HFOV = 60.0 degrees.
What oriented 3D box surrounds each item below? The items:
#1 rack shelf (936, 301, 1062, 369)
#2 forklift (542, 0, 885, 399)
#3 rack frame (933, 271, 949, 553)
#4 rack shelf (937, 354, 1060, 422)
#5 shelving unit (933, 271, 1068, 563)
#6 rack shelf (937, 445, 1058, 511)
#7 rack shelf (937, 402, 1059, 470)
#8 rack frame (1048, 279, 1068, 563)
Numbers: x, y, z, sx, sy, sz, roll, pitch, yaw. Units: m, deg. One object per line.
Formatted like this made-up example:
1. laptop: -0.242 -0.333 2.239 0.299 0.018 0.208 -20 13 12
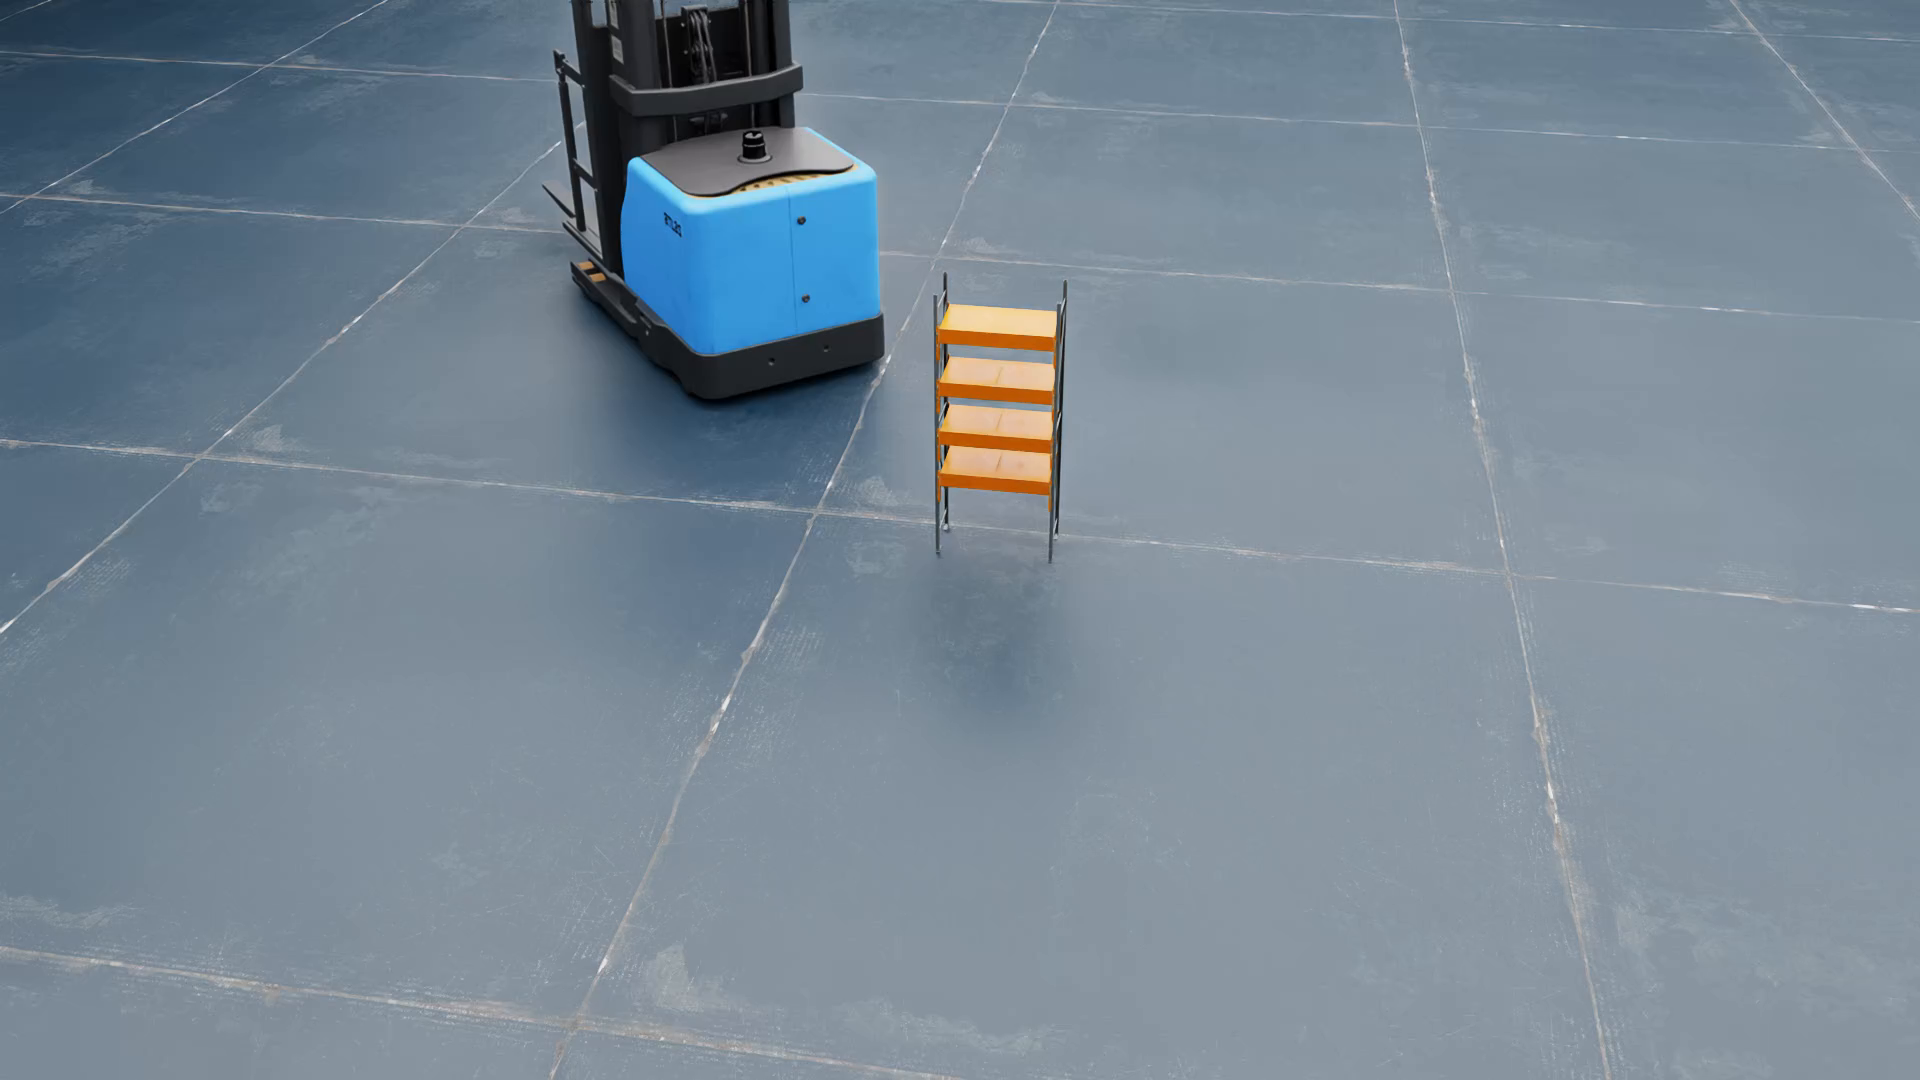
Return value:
1. rack shelf: 0.163 -0.827 6.700 0.480 0.148 0.258 5 32 8
2. forklift: -1.567 -2.690 8.786 1.130 2.935 3.031 -17 36 -25
3. rack frame: -0.077 -0.516 6.943 0.015 1.200 0.240 5 32 8
4. rack shelf: 0.163 -0.626 6.825 0.480 0.148 0.258 5 32 8
5. shelving unit: 0.163 -0.494 6.908 0.503 1.200 0.258 5 32 8
6. rack shelf: 0.163 -0.268 7.049 0.480 0.148 0.258 5 32 8
7. rack shelf: 0.163 -0.437 6.944 0.480 0.148 0.258 5 32 8
8. rack frame: 0.404 -0.472 6.873 0.015 1.200 0.240 5 32 8
